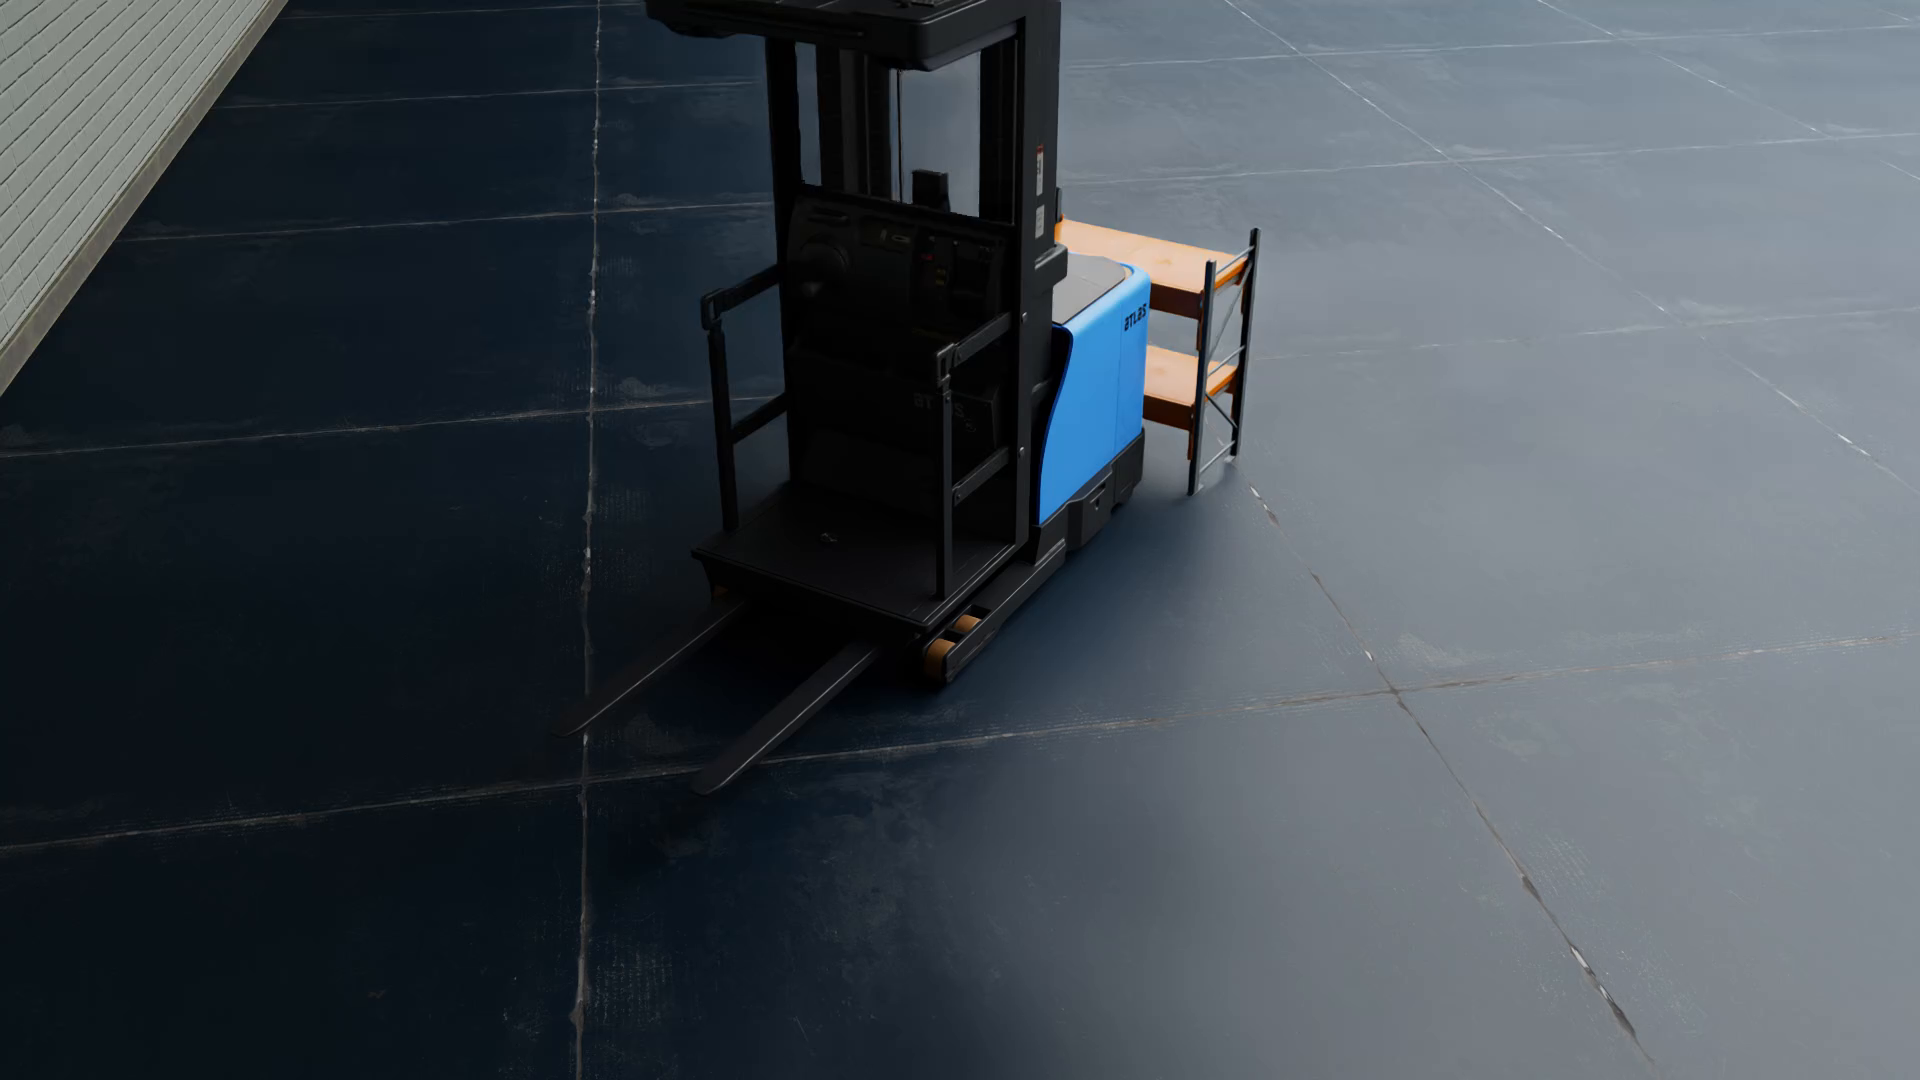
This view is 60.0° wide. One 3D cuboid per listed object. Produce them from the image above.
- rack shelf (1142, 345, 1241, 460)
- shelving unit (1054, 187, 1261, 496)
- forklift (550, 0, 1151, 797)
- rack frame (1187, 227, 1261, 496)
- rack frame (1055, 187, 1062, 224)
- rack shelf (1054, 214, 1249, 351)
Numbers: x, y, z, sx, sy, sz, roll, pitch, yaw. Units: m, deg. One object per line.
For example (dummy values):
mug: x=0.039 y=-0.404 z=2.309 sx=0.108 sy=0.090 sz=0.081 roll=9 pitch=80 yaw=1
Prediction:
rack shelf: x=0.762 y=-0.726 z=7.857 sx=1.000 sy=0.278 sz=0.538 roll=18 pitch=35 yaw=28
shelving unit: x=0.762 y=-0.937 z=7.733 sx=1.048 sy=1.125 sz=0.538 roll=18 pitch=35 yaw=28
forklift: x=-0.350 y=-0.987 z=6.037 sx=1.130 sy=2.935 sz=3.031 roll=17 pitch=34 yaw=26
rack frame: x=1.189 y=-0.797 z=7.495 sx=0.032 sy=1.125 sz=0.500 roll=18 pitch=35 yaw=28
rack frame: x=0.336 y=-1.077 z=7.971 sx=0.032 sy=1.125 sz=0.500 roll=18 pitch=35 yaw=28
rack shelf: x=0.762 y=-1.189 z=7.585 sx=1.000 sy=0.278 sz=0.538 roll=18 pitch=35 yaw=28
